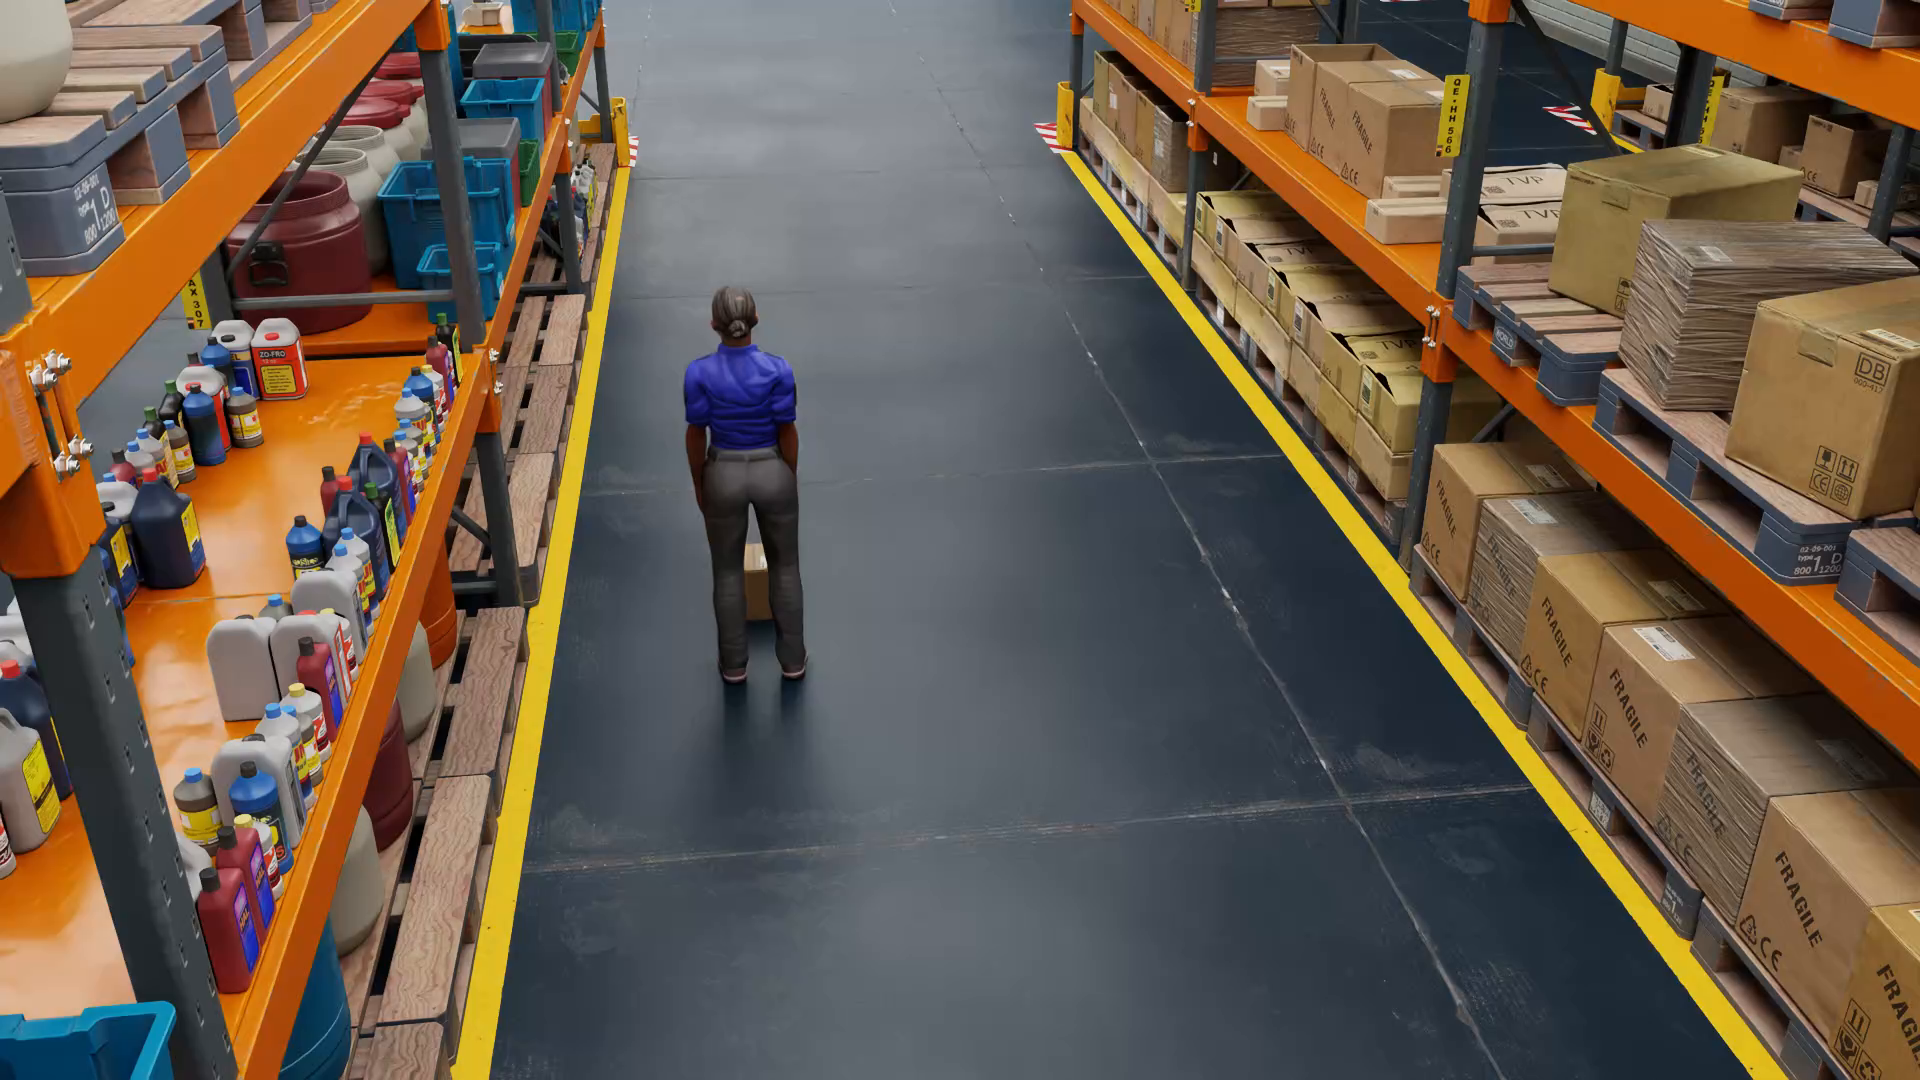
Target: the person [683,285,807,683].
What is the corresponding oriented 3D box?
[{"bbox_3d":[-0.844,-0.210,6.536,0.437,1.658,0.299,-3,27,-6],"label":"person"}]
